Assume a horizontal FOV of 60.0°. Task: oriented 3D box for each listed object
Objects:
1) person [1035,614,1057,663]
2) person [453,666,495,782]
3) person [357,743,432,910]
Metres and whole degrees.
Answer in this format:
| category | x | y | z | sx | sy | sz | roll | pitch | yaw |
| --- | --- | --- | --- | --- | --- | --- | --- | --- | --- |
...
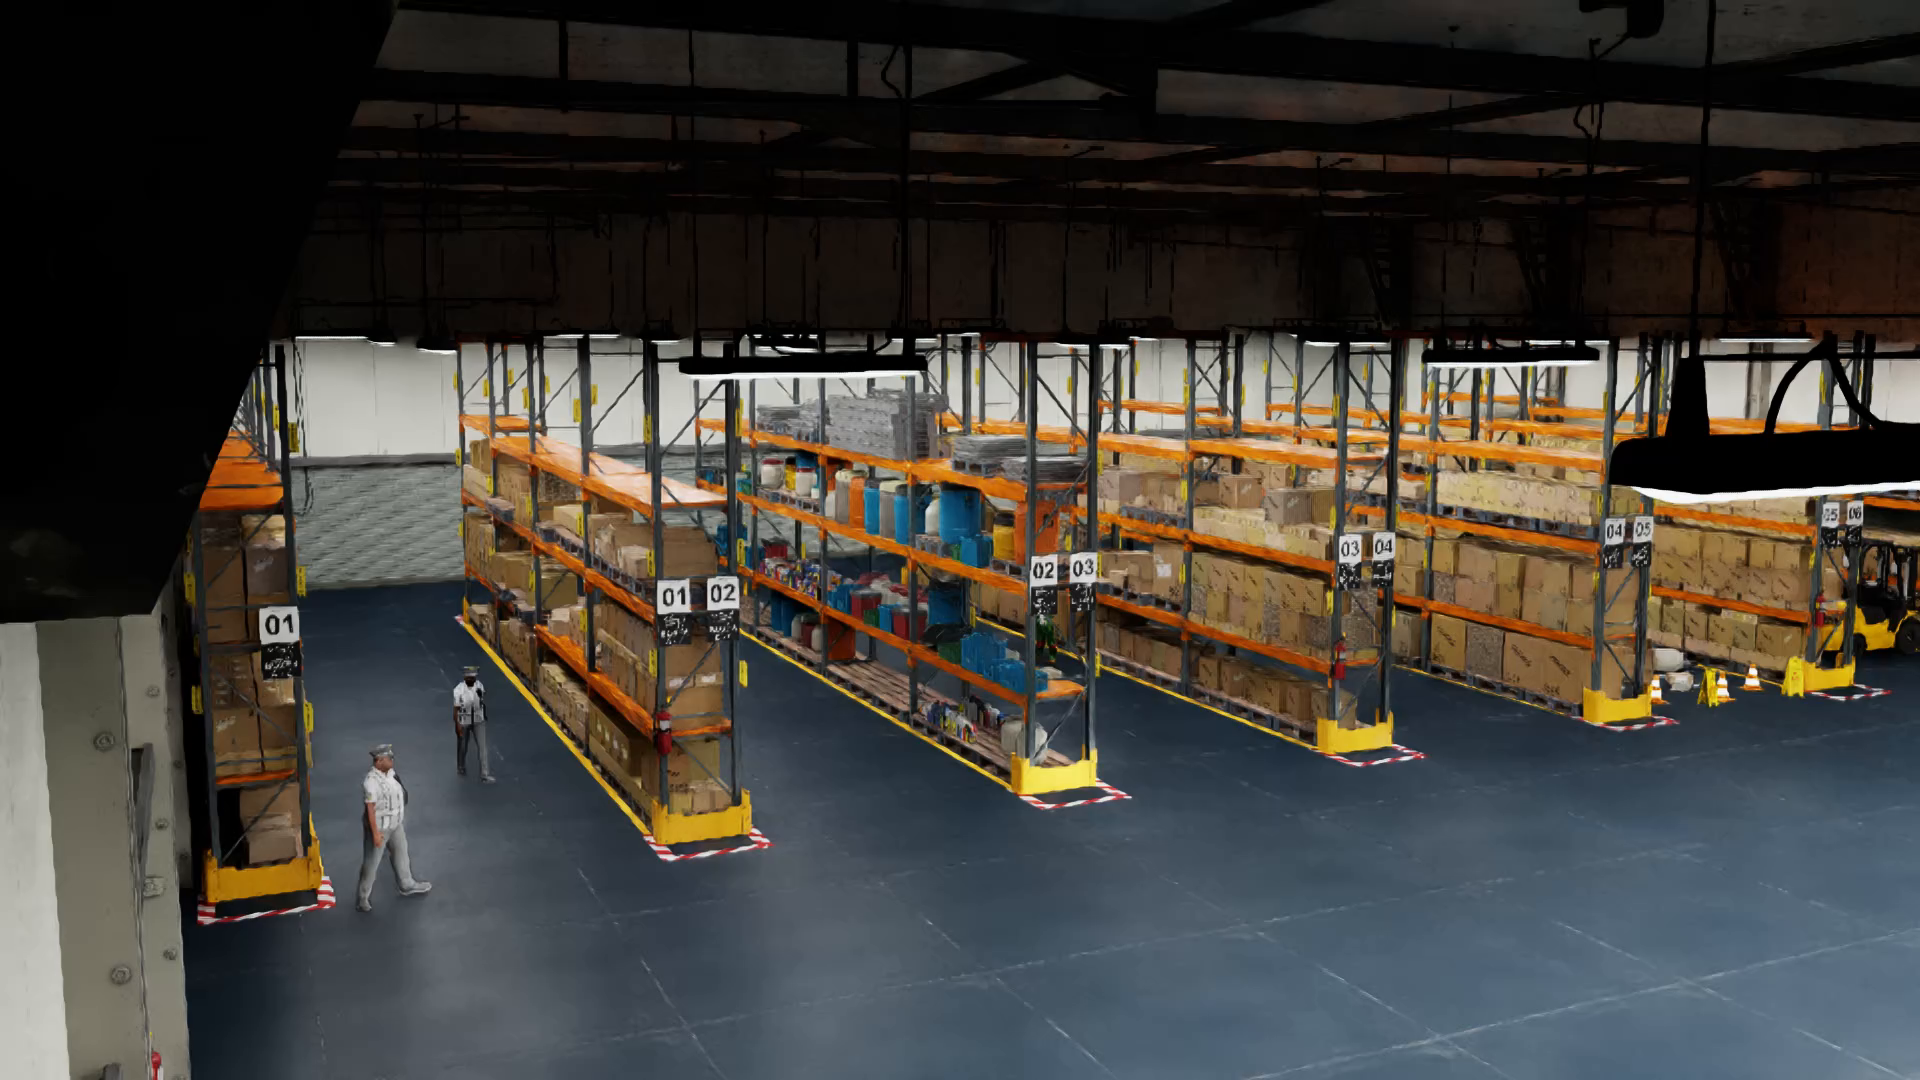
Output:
| category | x | y | z | sx | sy | sz | roll | pitch | yaw |
| --- | --- | --- | --- | --- | --- | --- | --- | --- | --- |
| person | 1.483 | 1.335 | 30.425 | 0.550 | 1.787 | 0.628 | -1 | 8 | -7 |
| person | -6.687 | 2.474 | 22.713 | 0.455 | 1.588 | 1.089 | -4 | 9 | -27 |
| person | -6.185 | 3.043 | 17.943 | 0.586 | 1.753 | 0.769 | 2 | 8 | 13 |
